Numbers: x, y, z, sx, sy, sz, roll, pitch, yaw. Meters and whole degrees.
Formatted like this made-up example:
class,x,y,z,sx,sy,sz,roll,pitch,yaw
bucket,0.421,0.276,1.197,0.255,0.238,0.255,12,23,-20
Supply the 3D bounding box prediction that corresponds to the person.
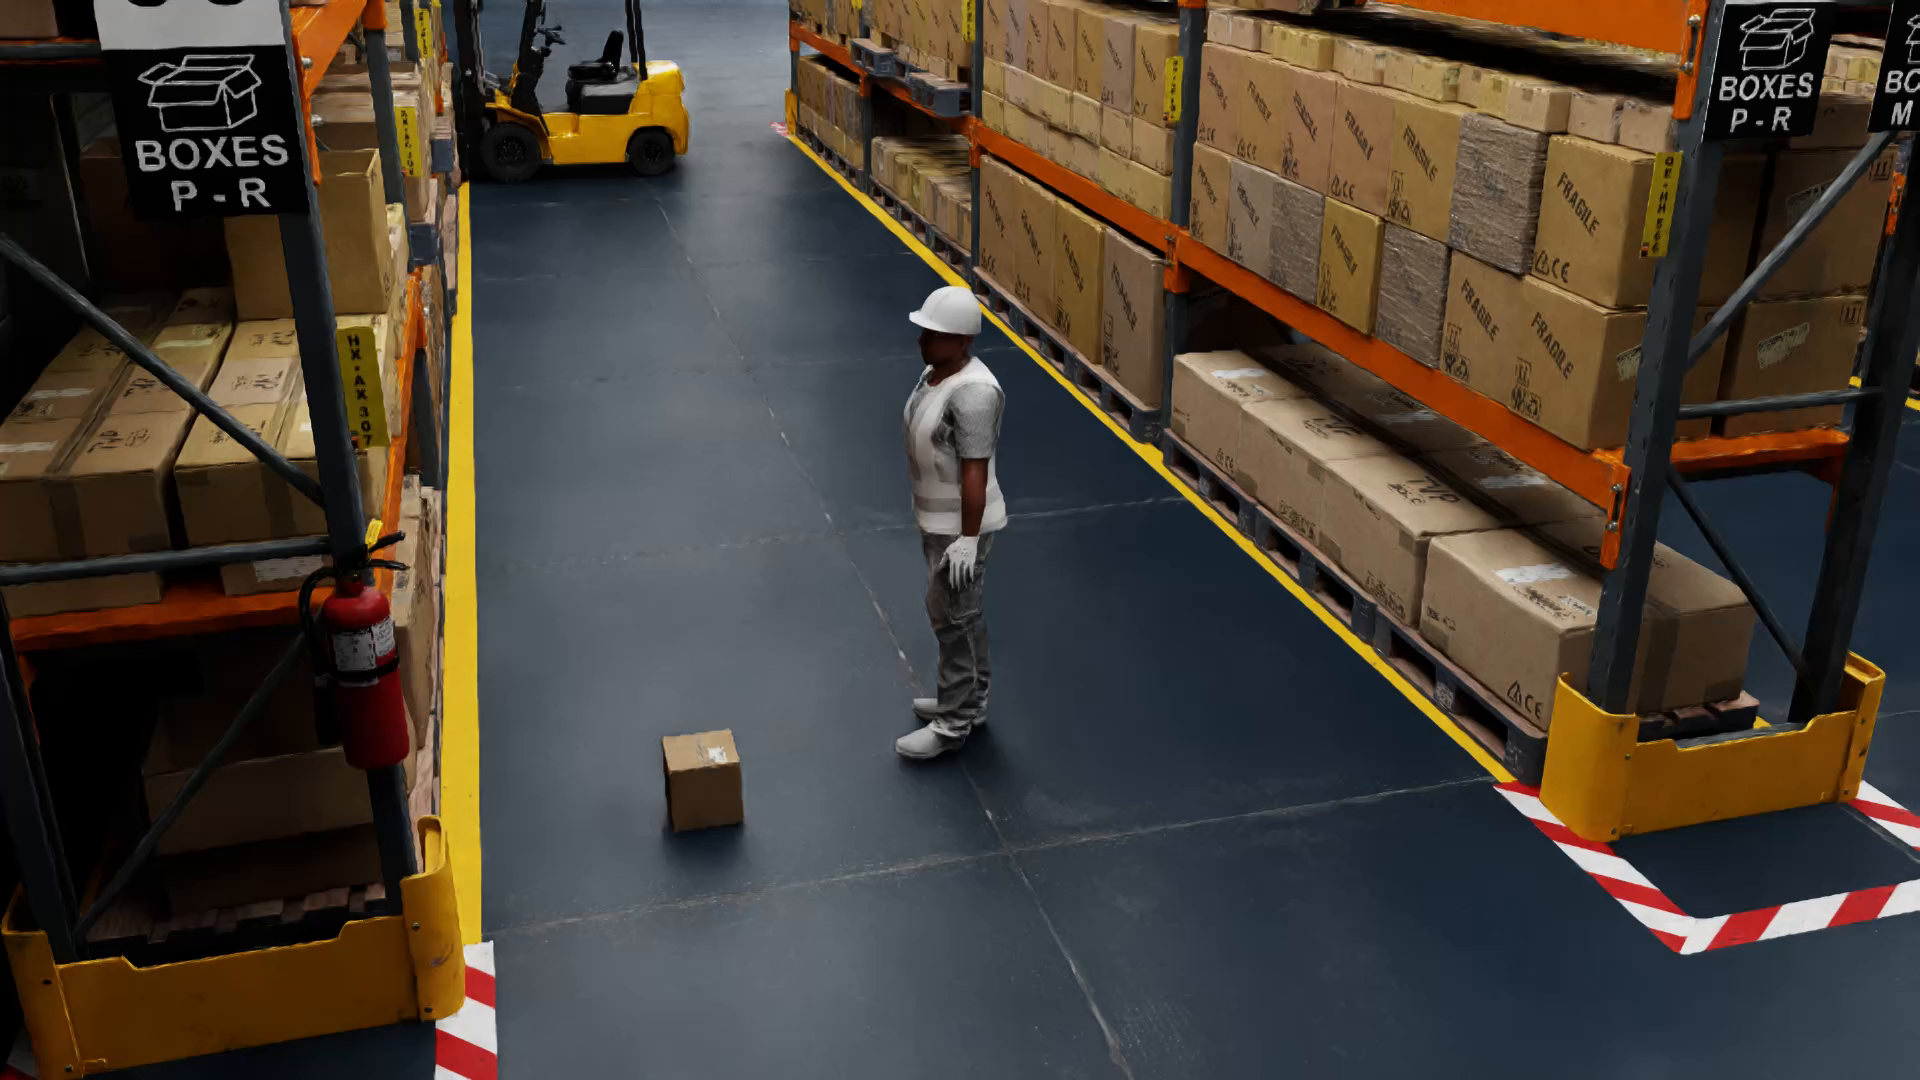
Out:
class,x,y,z,sx,sy,sz,roll,pitch,yaw
person,-0.072,-0.070,6.177,0.450,1.791,0.674,-5,23,-12
